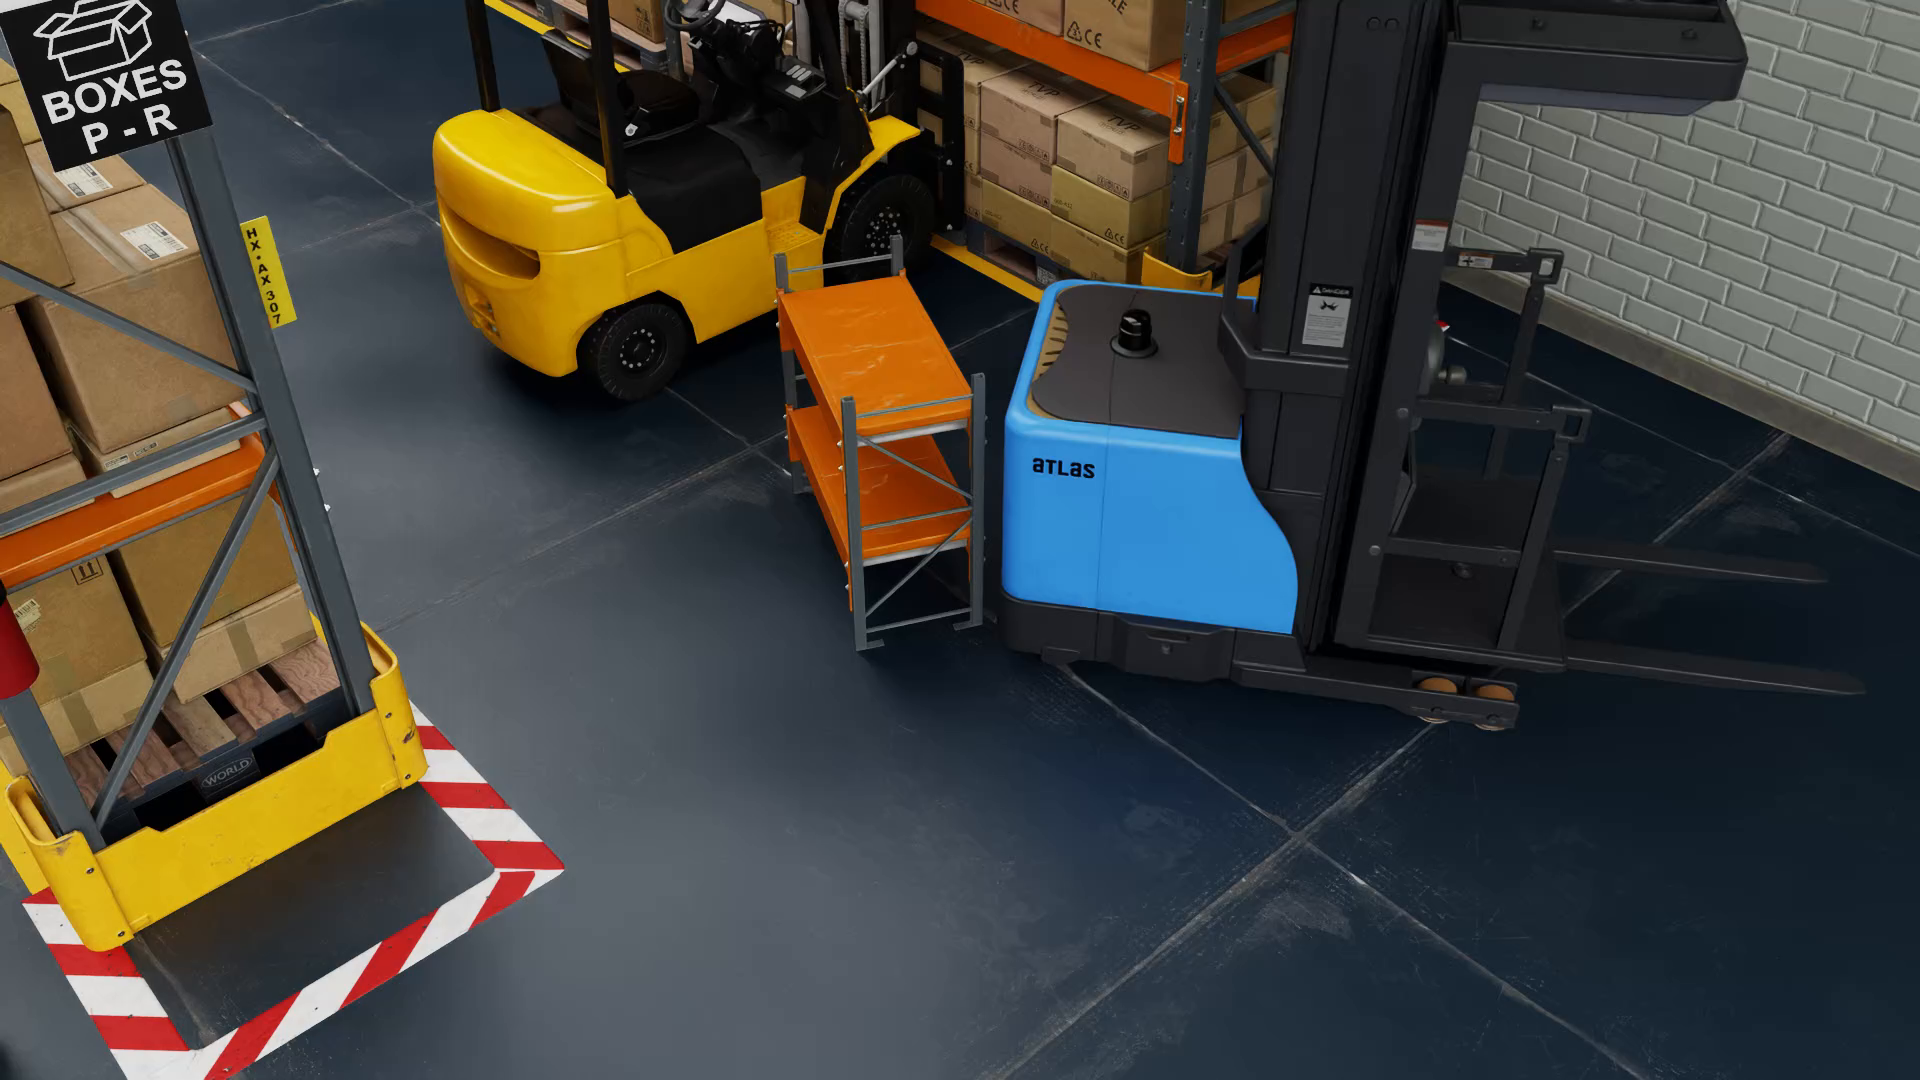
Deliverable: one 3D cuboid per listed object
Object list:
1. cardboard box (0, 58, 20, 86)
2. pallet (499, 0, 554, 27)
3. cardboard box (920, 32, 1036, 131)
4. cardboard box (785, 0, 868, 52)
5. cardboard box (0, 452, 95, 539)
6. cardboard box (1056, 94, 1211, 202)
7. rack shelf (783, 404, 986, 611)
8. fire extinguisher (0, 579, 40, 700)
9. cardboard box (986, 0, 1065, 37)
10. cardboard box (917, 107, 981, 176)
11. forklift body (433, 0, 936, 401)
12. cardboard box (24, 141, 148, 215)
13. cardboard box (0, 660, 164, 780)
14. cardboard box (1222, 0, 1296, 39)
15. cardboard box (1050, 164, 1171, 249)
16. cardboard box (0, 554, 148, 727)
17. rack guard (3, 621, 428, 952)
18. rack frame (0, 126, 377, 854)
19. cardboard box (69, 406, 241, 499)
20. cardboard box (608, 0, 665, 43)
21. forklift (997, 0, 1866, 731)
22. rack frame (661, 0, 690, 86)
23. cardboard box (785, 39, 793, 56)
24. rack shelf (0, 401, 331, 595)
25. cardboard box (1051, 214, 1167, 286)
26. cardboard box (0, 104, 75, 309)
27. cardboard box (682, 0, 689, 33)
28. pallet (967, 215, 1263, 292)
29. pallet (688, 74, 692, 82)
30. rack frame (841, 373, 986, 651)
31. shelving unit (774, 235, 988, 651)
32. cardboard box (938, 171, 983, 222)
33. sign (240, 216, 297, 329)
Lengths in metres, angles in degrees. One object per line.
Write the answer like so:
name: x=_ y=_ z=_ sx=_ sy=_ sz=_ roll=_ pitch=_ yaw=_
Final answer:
cardboard box: x=-3.478 y=-1.360 z=5.731 sx=0.500 sy=0.500 sz=0.500 roll=-31 pitch=48 yaw=-33
pallet: x=-2.722 y=-3.930 z=11.448 sx=1.003 sy=0.211 sz=1.213 roll=-30 pitch=48 yaw=-32
cardboard box: x=0.100 y=-2.300 z=8.269 sx=0.500 sy=0.250 sz=0.500 roll=-29 pitch=47 yaw=-31
cardboard box: x=-0.586 y=-2.784 z=8.869 sx=0.500 sy=0.250 sz=0.500 roll=-28 pitch=47 yaw=-30
cardboard box: x=-2.724 y=-0.147 z=4.745 sx=0.380 sy=0.149 sz=0.250 roll=-28 pitch=47 yaw=-30
cardboard box: x=0.799 y=-1.837 z=7.696 sx=0.500 sy=0.250 sz=0.500 roll=-28 pitch=47 yaw=-30
rack shelf: x=-0.310 y=-0.191 z=6.480 sx=0.538 sy=0.278 sz=1.000 roll=-11 pitch=40 yaw=-14
fire extinguisher: x=-2.576 y=0.116 z=4.281 sx=0.296 sy=0.674 sz=0.183 roll=-30 pitch=48 yaw=-32
cardboard box: x=0.469 y=-2.673 z=7.593 sx=0.500 sy=0.500 sz=0.500 roll=-28 pitch=47 yaw=-31
cardboard box: x=0.084 y=-2.121 z=8.445 sx=0.500 sy=0.250 sz=0.500 roll=-31 pitch=48 yaw=-33
forklift body: x=-1.287 y=-2.046 z=7.572 sx=2.313 sy=2.155 sz=1.214 roll=-30 pitch=48 yaw=-32
cardboard box: x=-2.783 y=-0.893 z=5.152 sx=0.500 sy=0.500 sz=0.500 roll=-28 pitch=47 yaw=-31
cardboard box: x=-3.075 y=0.472 z=5.632 sx=0.500 sy=0.250 sz=0.500 roll=-30 pitch=48 yaw=-32
cardboard box: x=1.209 y=-2.660 z=7.577 sx=0.500 sy=0.500 sz=0.500 roll=-28 pitch=47 yaw=-30
cardboard box: x=0.780 y=-1.655 z=7.868 sx=0.500 sy=0.250 sz=0.500 roll=-31 pitch=48 yaw=-32
cardboard box: x=-3.048 y=0.192 z=5.383 sx=0.500 sy=0.500 sz=0.500 roll=-30 pitch=47 yaw=-31
rack guard: x=-2.365 y=0.774 z=5.393 sx=1.175 sy=0.500 sz=0.348 roll=-30 pitch=48 yaw=-32
rack frame: x=-2.314 y=-0.163 z=4.564 sx=1.000 sy=3.000 sz=0.127 roll=-30 pitch=48 yaw=-32
cardboard box: x=-2.391 y=-0.310 z=4.947 sx=0.380 sy=0.149 sz=0.250 roll=-30 pitch=48 yaw=-32
cardboard box: x=-1.727 y=-3.602 z=10.378 sx=0.875 sy=0.625 sz=0.625 roll=-28 pitch=46 yaw=-30
forklift: x=1.707 y=-0.827 z=5.441 sx=3.031 sy=2.935 sz=1.130 roll=7 pitch=39 yaw=9
rack frame: x=-1.366 y=-4.125 z=9.470 sx=1.000 sy=3.000 sz=0.127 roll=-30 pitch=48 yaw=-32
cardboard box: x=-0.592 y=-2.589 z=9.024 sx=0.500 sy=0.250 sz=0.500 roll=-30 pitch=48 yaw=-32
rack shelf: x=-3.667 y=-0.809 z=5.937 sx=1.077 sy=0.370 sz=4.000 roll=-30 pitch=48 yaw=-32
cardboard box: x=0.789 y=-1.451 z=8.013 sx=0.500 sy=0.250 sz=0.500 roll=-30 pitch=47 yaw=-31
cardboard box: x=-2.820 y=-0.850 z=4.303 sx=0.700 sy=0.500 sz=0.500 roll=-31 pitch=48 yaw=-33
cardboard box: x=-1.266 y=-3.058 z=9.606 sx=0.500 sy=0.250 sz=0.500 roll=-30 pitch=48 yaw=-32
pallet: x=0.792 y=-1.525 z=8.471 sx=1.003 sy=0.211 sz=1.213 roll=-30 pitch=48 yaw=-32
pallet: x=-0.859 y=-2.655 z=9.869 sx=1.003 sy=0.211 sz=1.213 roll=-30 pitch=48 yaw=-32
rack frame: x=-0.156 y=-0.076 z=5.949 sx=0.500 sy=1.125 sz=0.032 roll=-11 pitch=40 yaw=-14
shelving unit: x=-0.310 y=-0.381 z=6.326 sx=0.538 sy=1.125 sz=1.048 roll=-11 pitch=40 yaw=-14
cardboard box: x=0.128 y=-1.920 z=8.595 sx=0.500 sy=0.250 sz=0.500 roll=-29 pitch=47 yaw=-31
sign: x=-1.914 y=-0.730 z=4.578 sx=0.100 sy=0.325 sz=0.005 roll=-30 pitch=48 yaw=-32
